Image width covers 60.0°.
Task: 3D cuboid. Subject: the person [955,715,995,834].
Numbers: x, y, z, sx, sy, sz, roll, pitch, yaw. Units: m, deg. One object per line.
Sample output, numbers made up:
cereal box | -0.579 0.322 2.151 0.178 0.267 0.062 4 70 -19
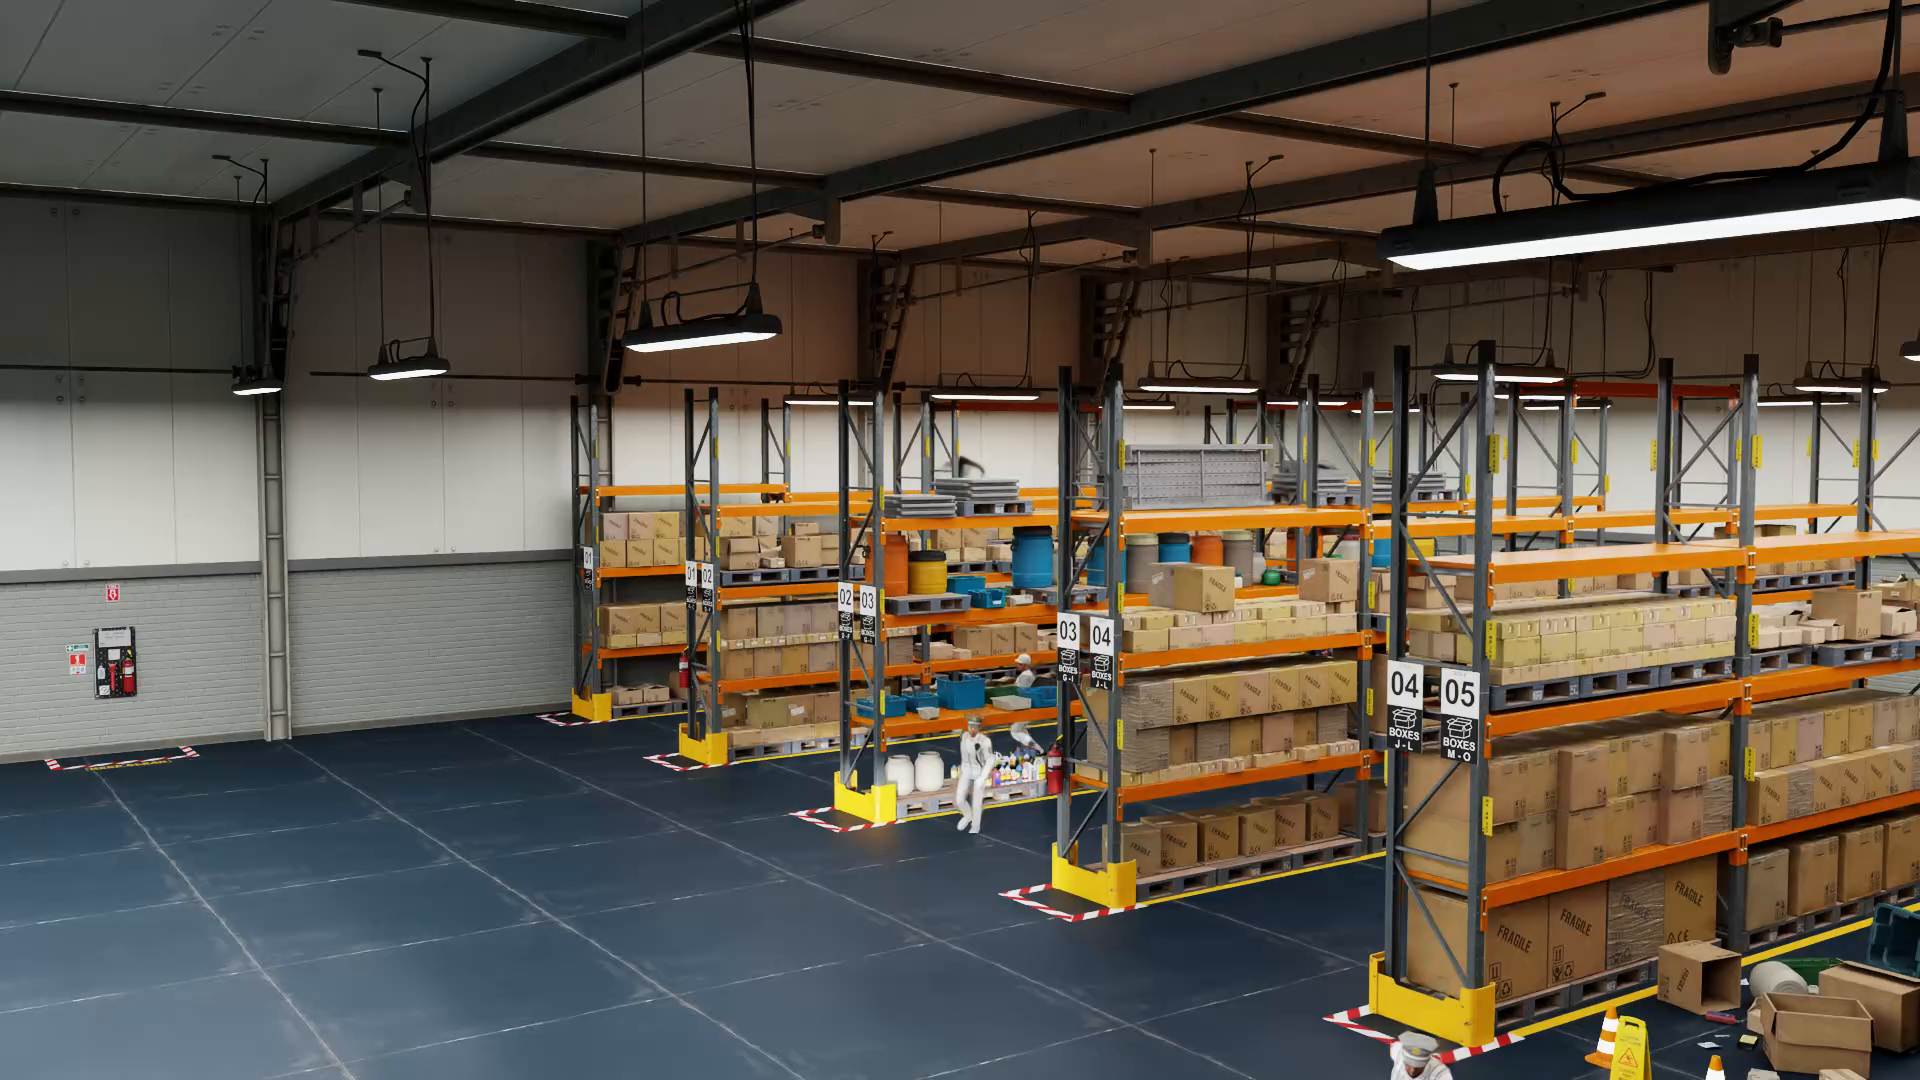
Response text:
person | 0.206 3.054 21.616 0.592 1.611 0.660 1 4 22

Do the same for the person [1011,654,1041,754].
person | 1.075 2.688 26.543 0.540 1.767 0.660 0 3 6

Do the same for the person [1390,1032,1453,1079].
person | 2.955 3.799 10.735 0.599 1.412 0.971 2 4 36
